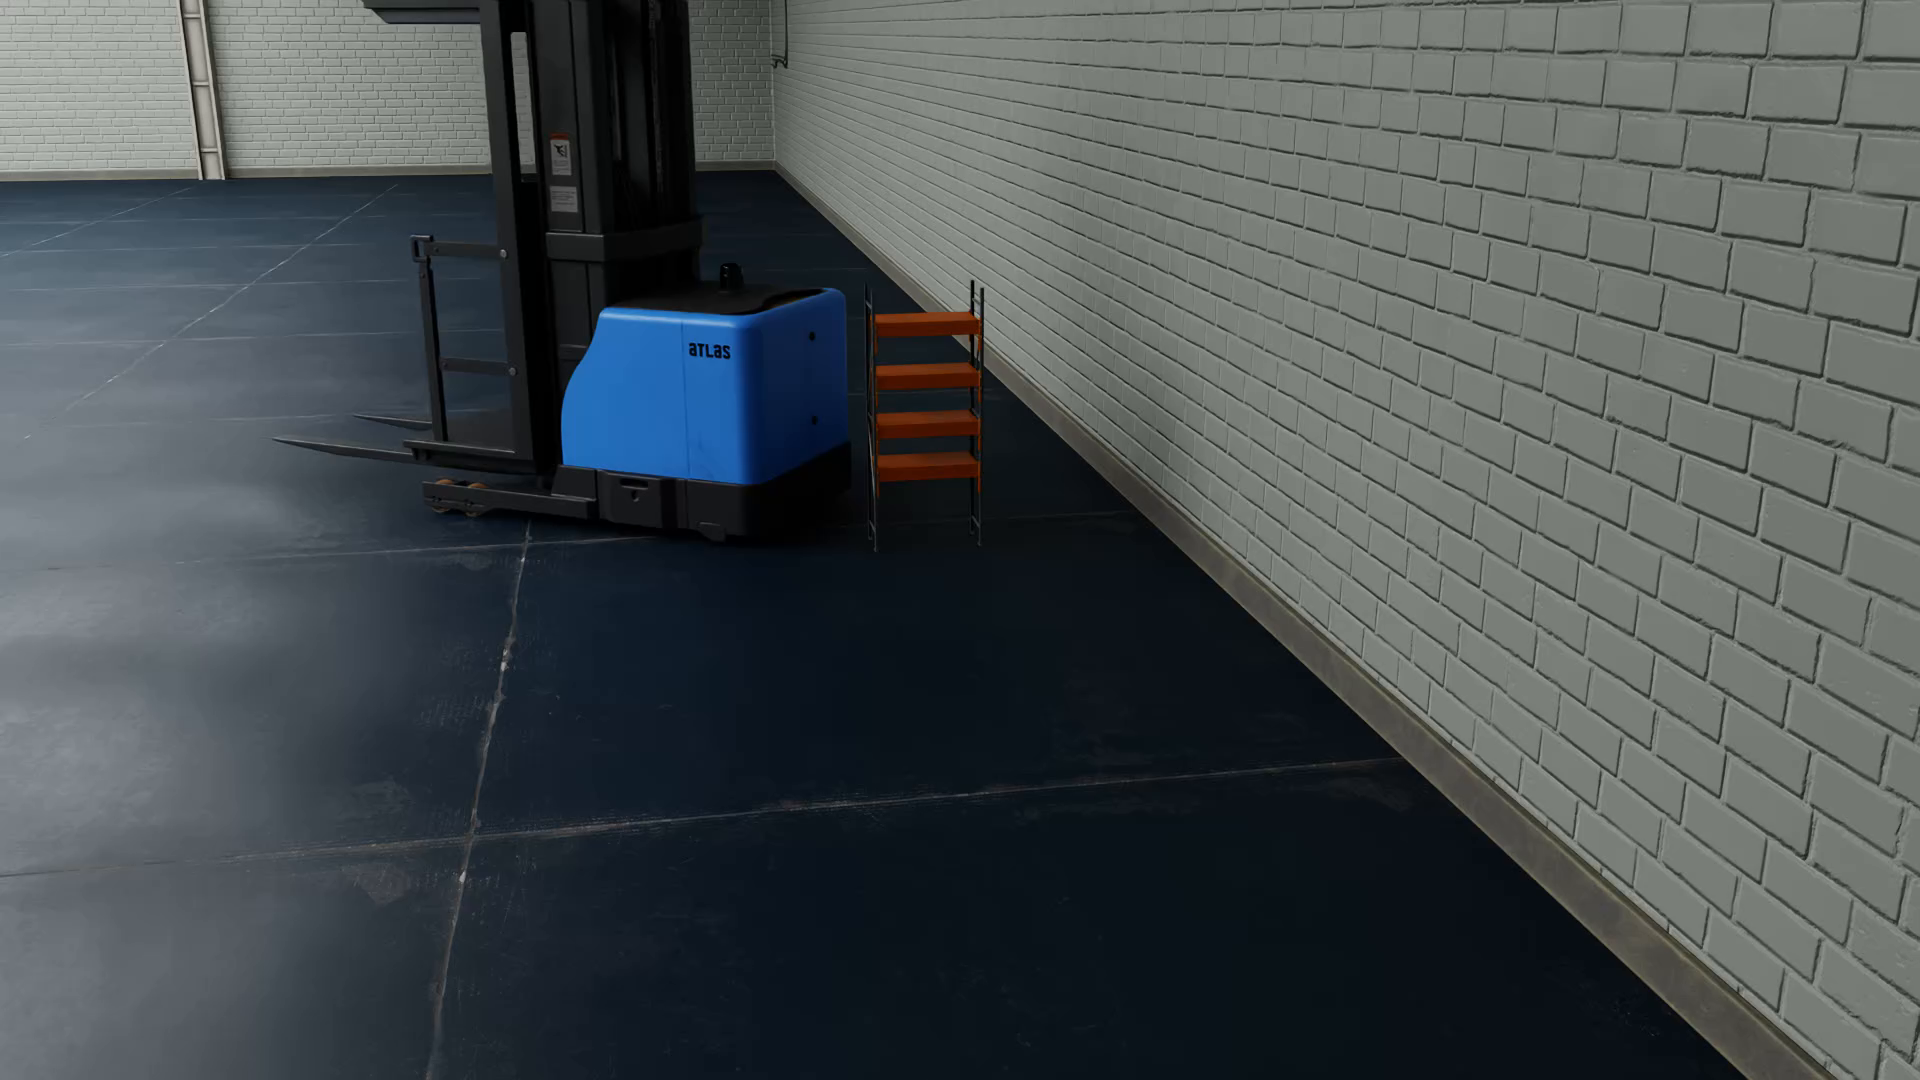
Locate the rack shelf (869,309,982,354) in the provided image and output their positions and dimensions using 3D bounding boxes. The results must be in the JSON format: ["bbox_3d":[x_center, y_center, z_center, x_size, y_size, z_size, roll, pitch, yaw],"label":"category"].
[{"bbox_3d":[-0.163,-0.940,7.490,0.480,0.148,0.258,-3,17,-10],"label":"rack shelf"}]

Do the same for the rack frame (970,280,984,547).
[{"bbox_3d":[0.077,-0.578,7.650,0.015,1.200,0.240,-3,17,-10],"label":"rack frame"}]

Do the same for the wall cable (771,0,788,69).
[{"bbox_3d":[-2.926,-8.728,26.189,0.112,2.526,3.097,-3,17,-10],"label":"wall cable"}]

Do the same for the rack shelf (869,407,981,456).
[{"bbox_3d":[-0.163,-0.500,7.625,0.480,0.148,0.258,-3,17,-10],"label":"rack shelf"}]

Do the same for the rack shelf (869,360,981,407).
[{"bbox_3d":[-0.163,-0.714,7.560,0.480,0.148,0.258,-3,17,-10],"label":"rack shelf"}]

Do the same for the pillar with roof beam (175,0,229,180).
[{"bbox_3d":[-11.144,-8.854,21.312,0.400,9.000,9.100,-3,17,-10],"label":"pillar with roof beam"}]

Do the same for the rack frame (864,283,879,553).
[{"bbox_3d":[-0.402,-0.551,7.561,0.015,1.200,0.240,-3,17,-10],"label":"rack frame"}]

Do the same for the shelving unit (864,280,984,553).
[{"bbox_3d":[-0.163,-0.564,7.606,0.503,1.200,0.258,-3,17,-10],"label":"shelving unit"}]

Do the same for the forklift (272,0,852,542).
[{"bbox_3d":[-2.117,-1.649,8.188,3.031,2.935,1.130,7,18,21],"label":"forklift"}]

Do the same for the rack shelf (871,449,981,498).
[{"bbox_3d":[-0.163,-0.310,7.684,0.480,0.148,0.258,-3,17,-10],"label":"rack shelf"}]
